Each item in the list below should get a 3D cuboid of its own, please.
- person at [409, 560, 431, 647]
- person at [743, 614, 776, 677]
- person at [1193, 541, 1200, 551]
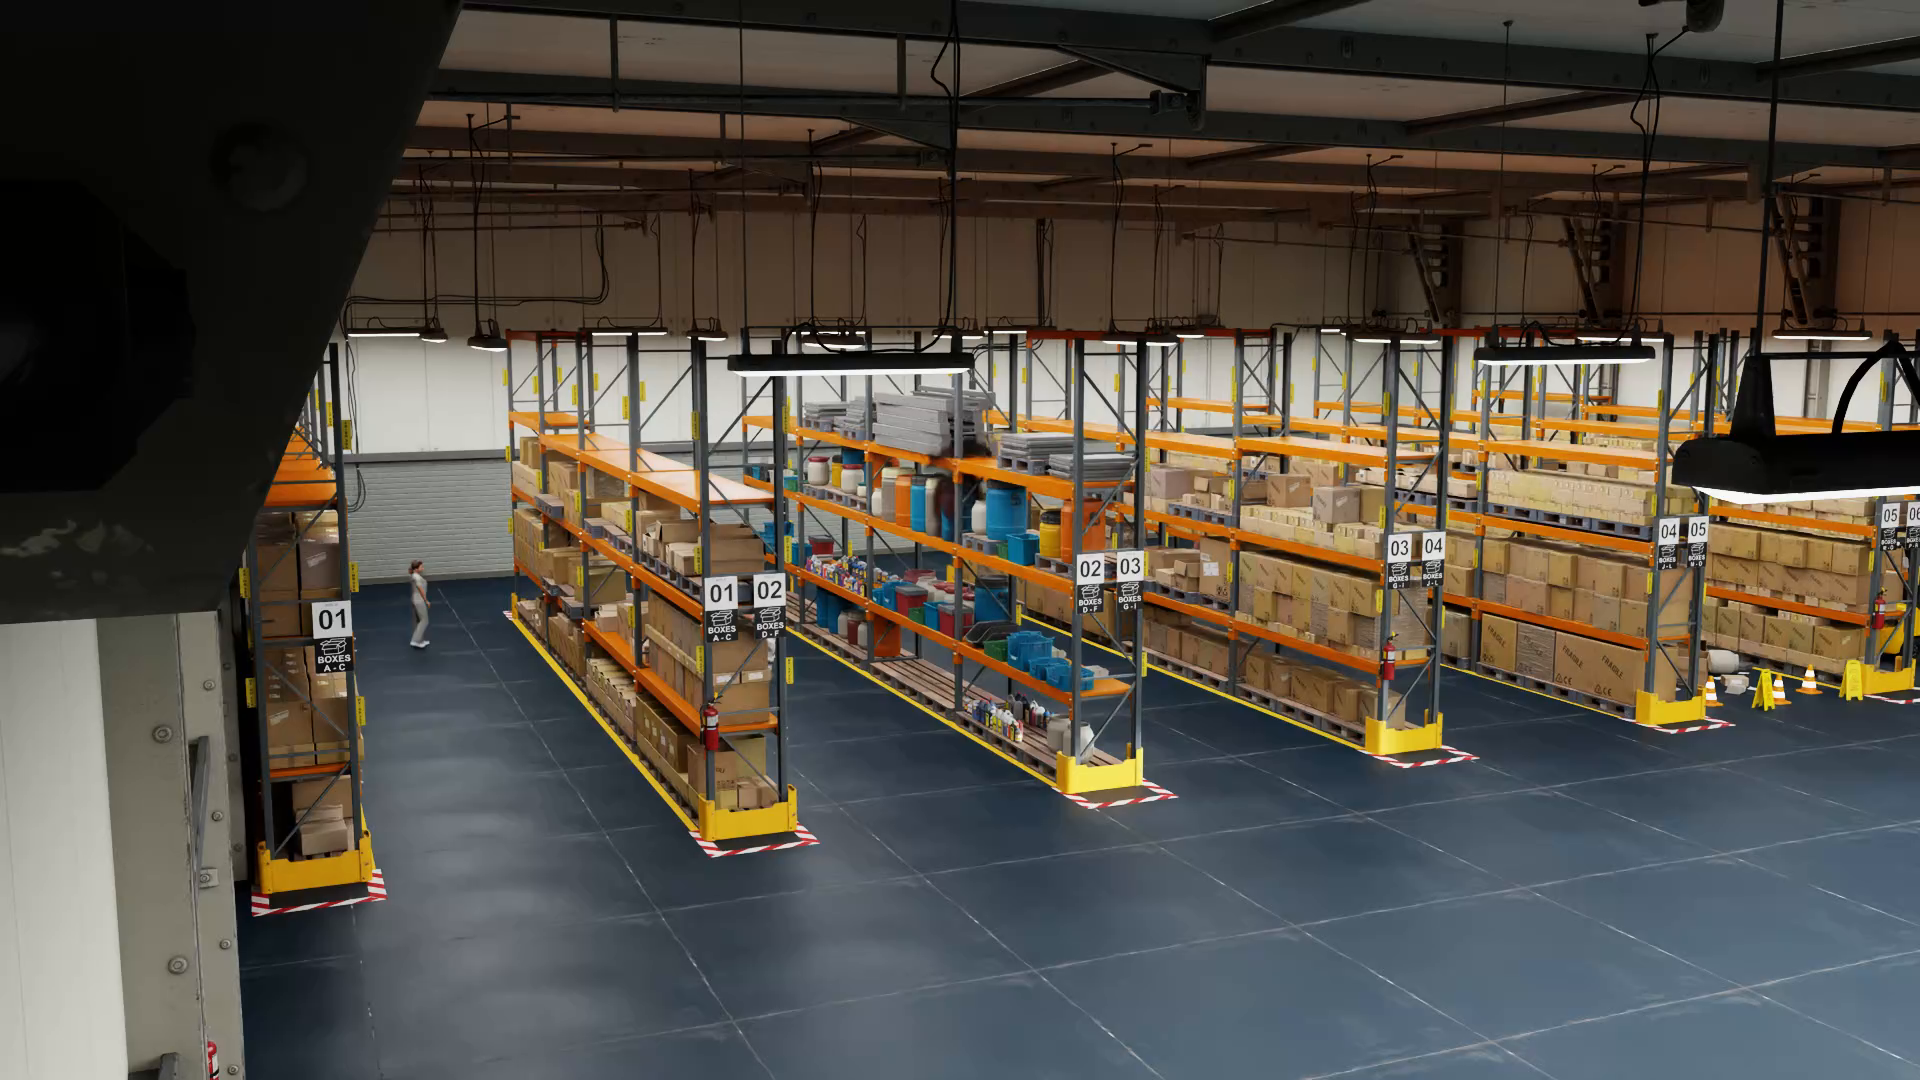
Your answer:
[{"bbox_3d":[-10.283,1.202,31.567,0.429,1.684,0.517,-4,9,-27],"label":"person"},{"bbox_3d":[-3.398,1.511,27.989,0.599,1.731,0.885,-4,9,-26],"label":"person"},{"bbox_3d":[6.484,-0.499,44.192,0.855,1.632,0.483,-5,9,-31],"label":"person"}]
